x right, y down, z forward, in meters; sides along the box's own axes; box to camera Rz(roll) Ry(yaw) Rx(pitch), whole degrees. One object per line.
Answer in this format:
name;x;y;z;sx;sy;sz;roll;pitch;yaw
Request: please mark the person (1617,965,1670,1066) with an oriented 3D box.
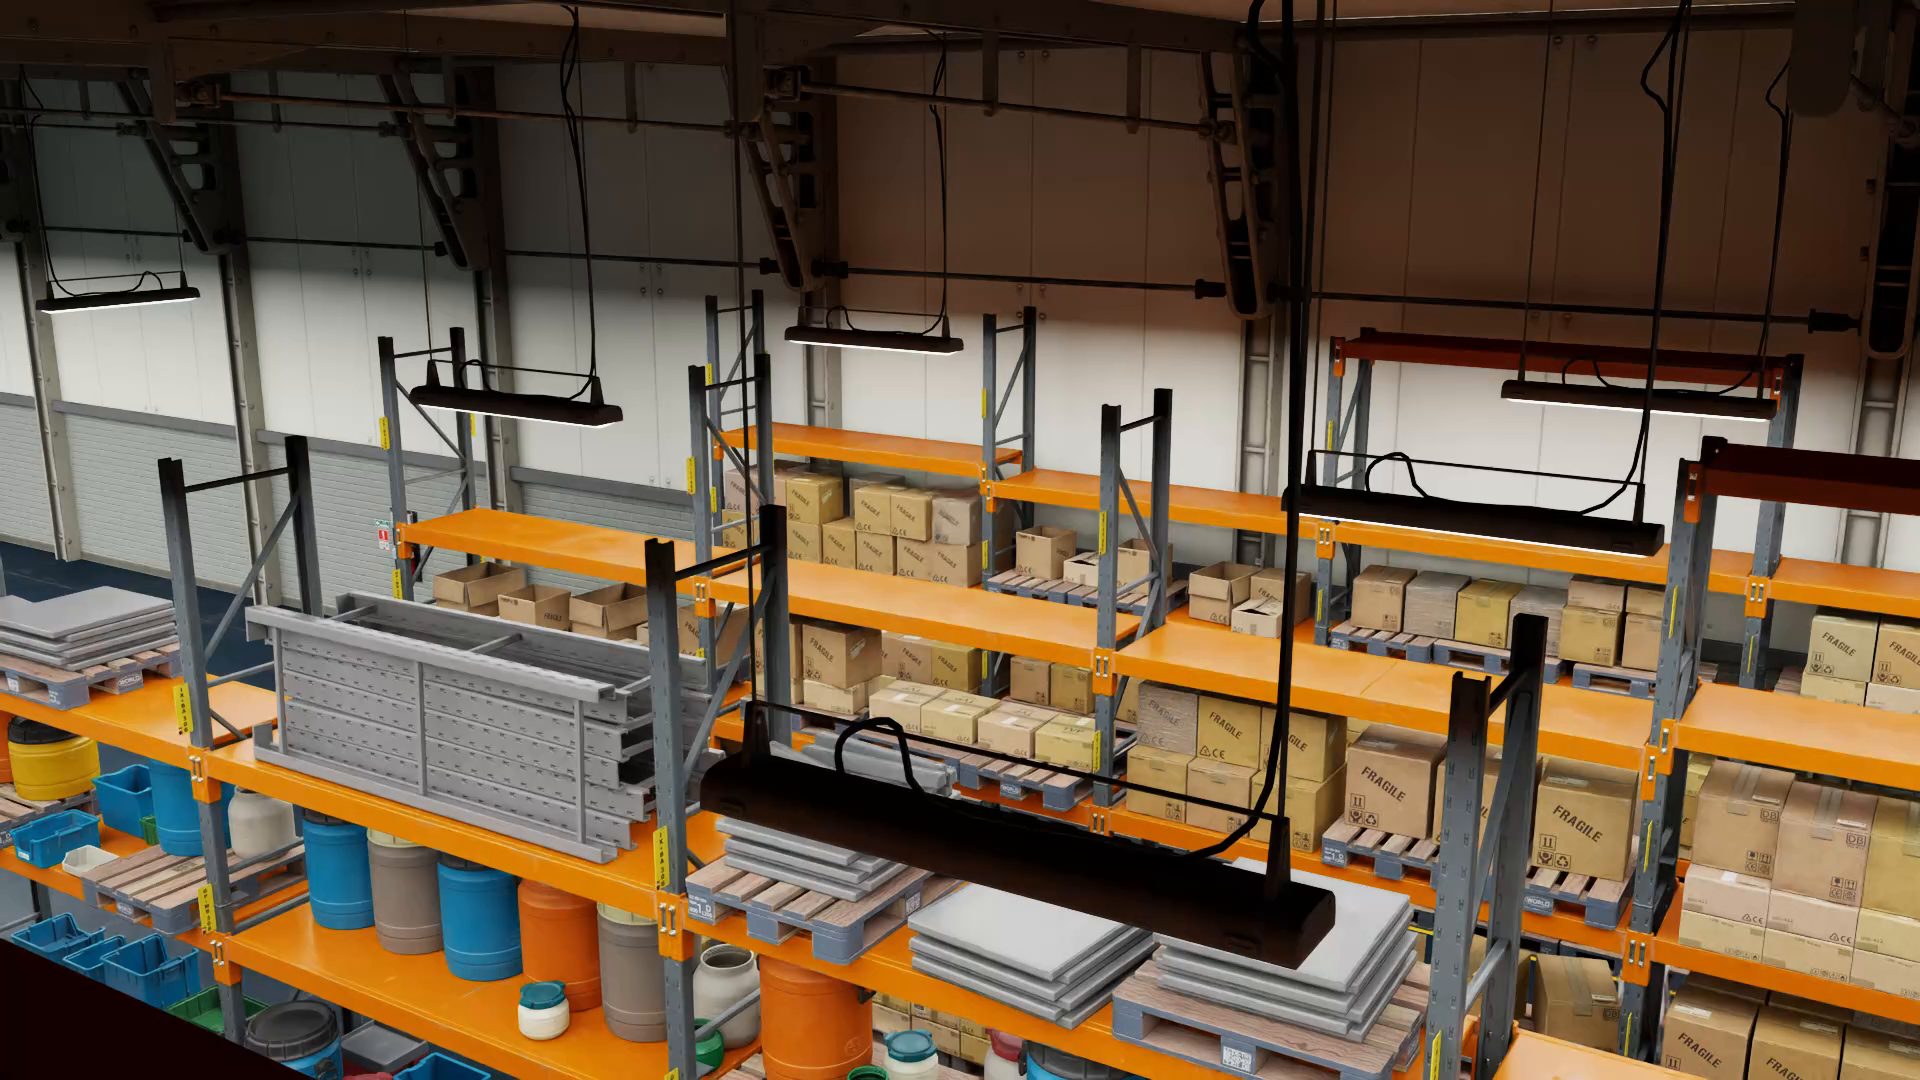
person;5.594;3.909;13.799;1.074;1.715;0.579;9;16;32
